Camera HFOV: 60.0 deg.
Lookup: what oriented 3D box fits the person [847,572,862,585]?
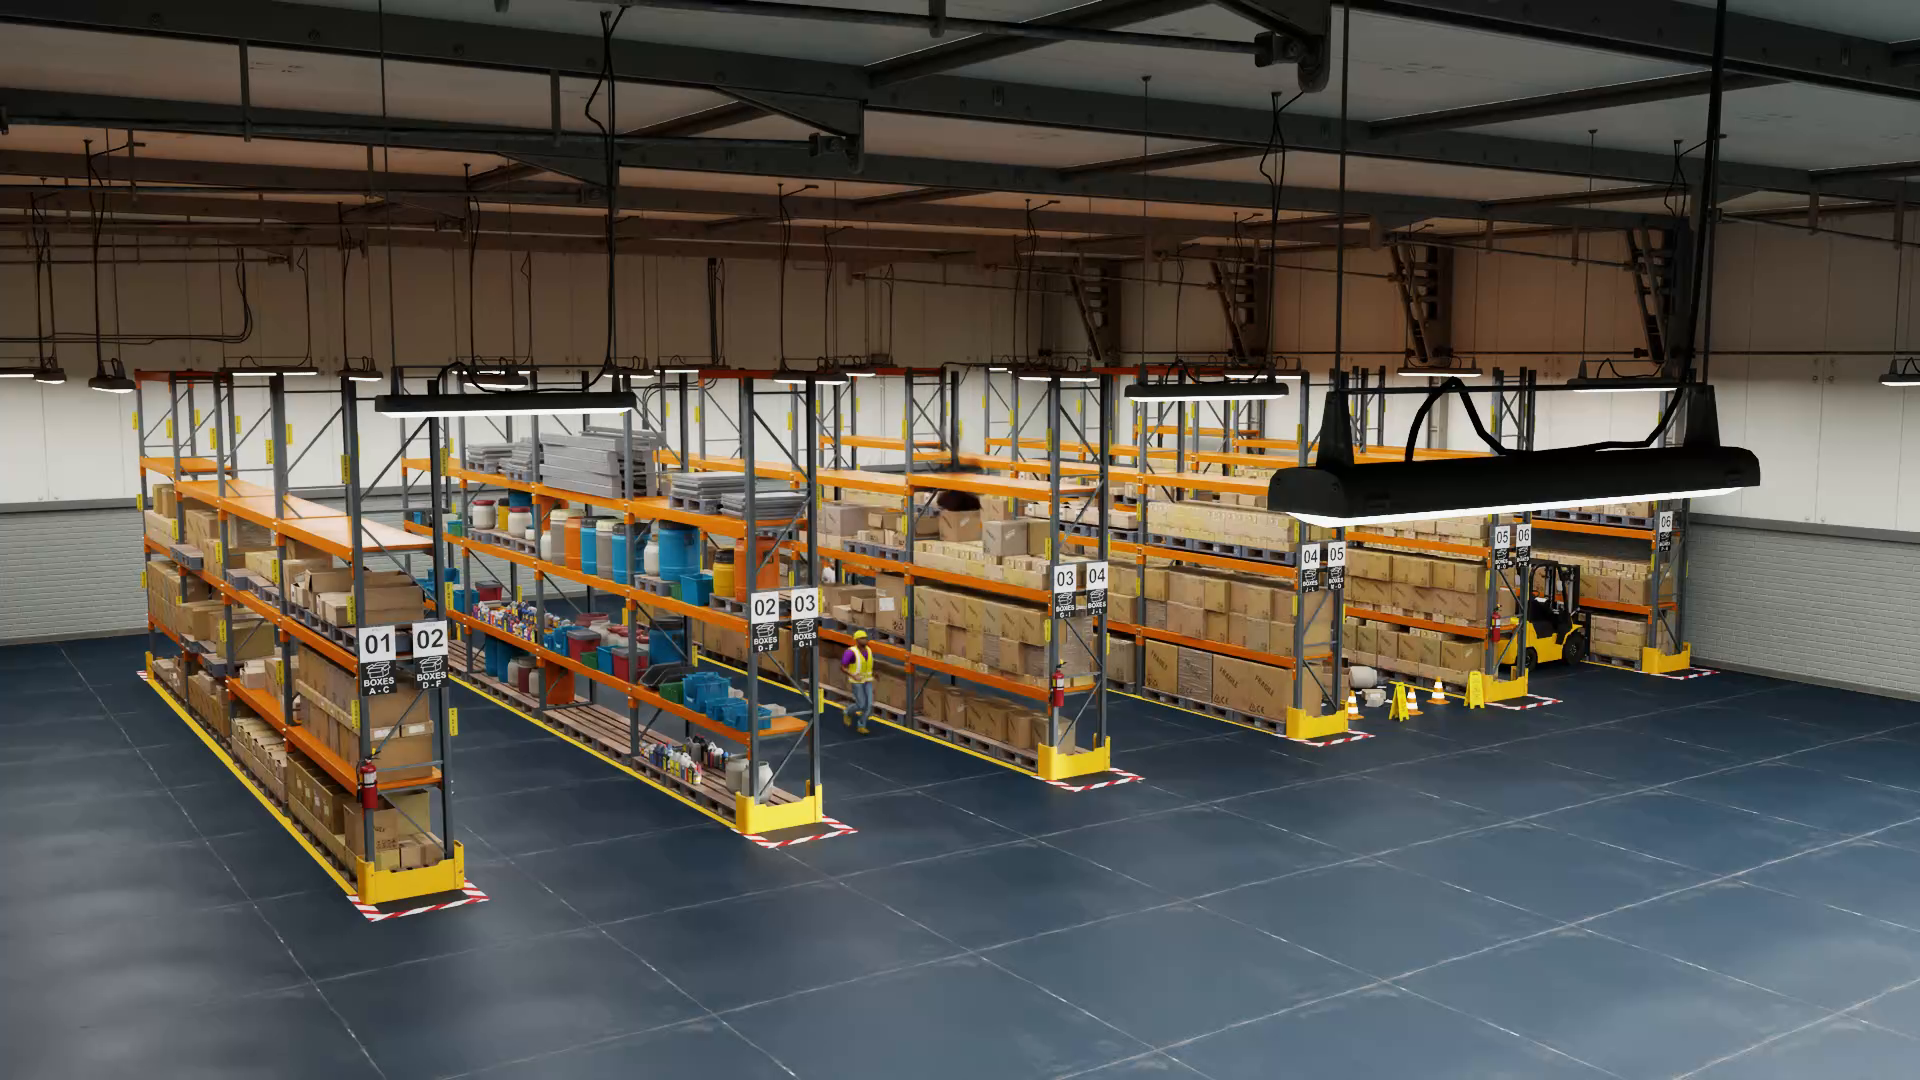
[{"bbox_3d":[-2.617,0.722,42.238,0.543,1.728,0.703,4,8,31],"label":"person"}]

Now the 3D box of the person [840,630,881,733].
[{"bbox_3d":[-1.677,2.349,27.724,0.690,1.722,0.606,-6,9,-42],"label":"person"}]

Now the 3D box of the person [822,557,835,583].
[{"bbox_3d":[-2.900,1.230,37.616,0.671,1.782,0.861,-4,7,-30],"label":"person"}]
